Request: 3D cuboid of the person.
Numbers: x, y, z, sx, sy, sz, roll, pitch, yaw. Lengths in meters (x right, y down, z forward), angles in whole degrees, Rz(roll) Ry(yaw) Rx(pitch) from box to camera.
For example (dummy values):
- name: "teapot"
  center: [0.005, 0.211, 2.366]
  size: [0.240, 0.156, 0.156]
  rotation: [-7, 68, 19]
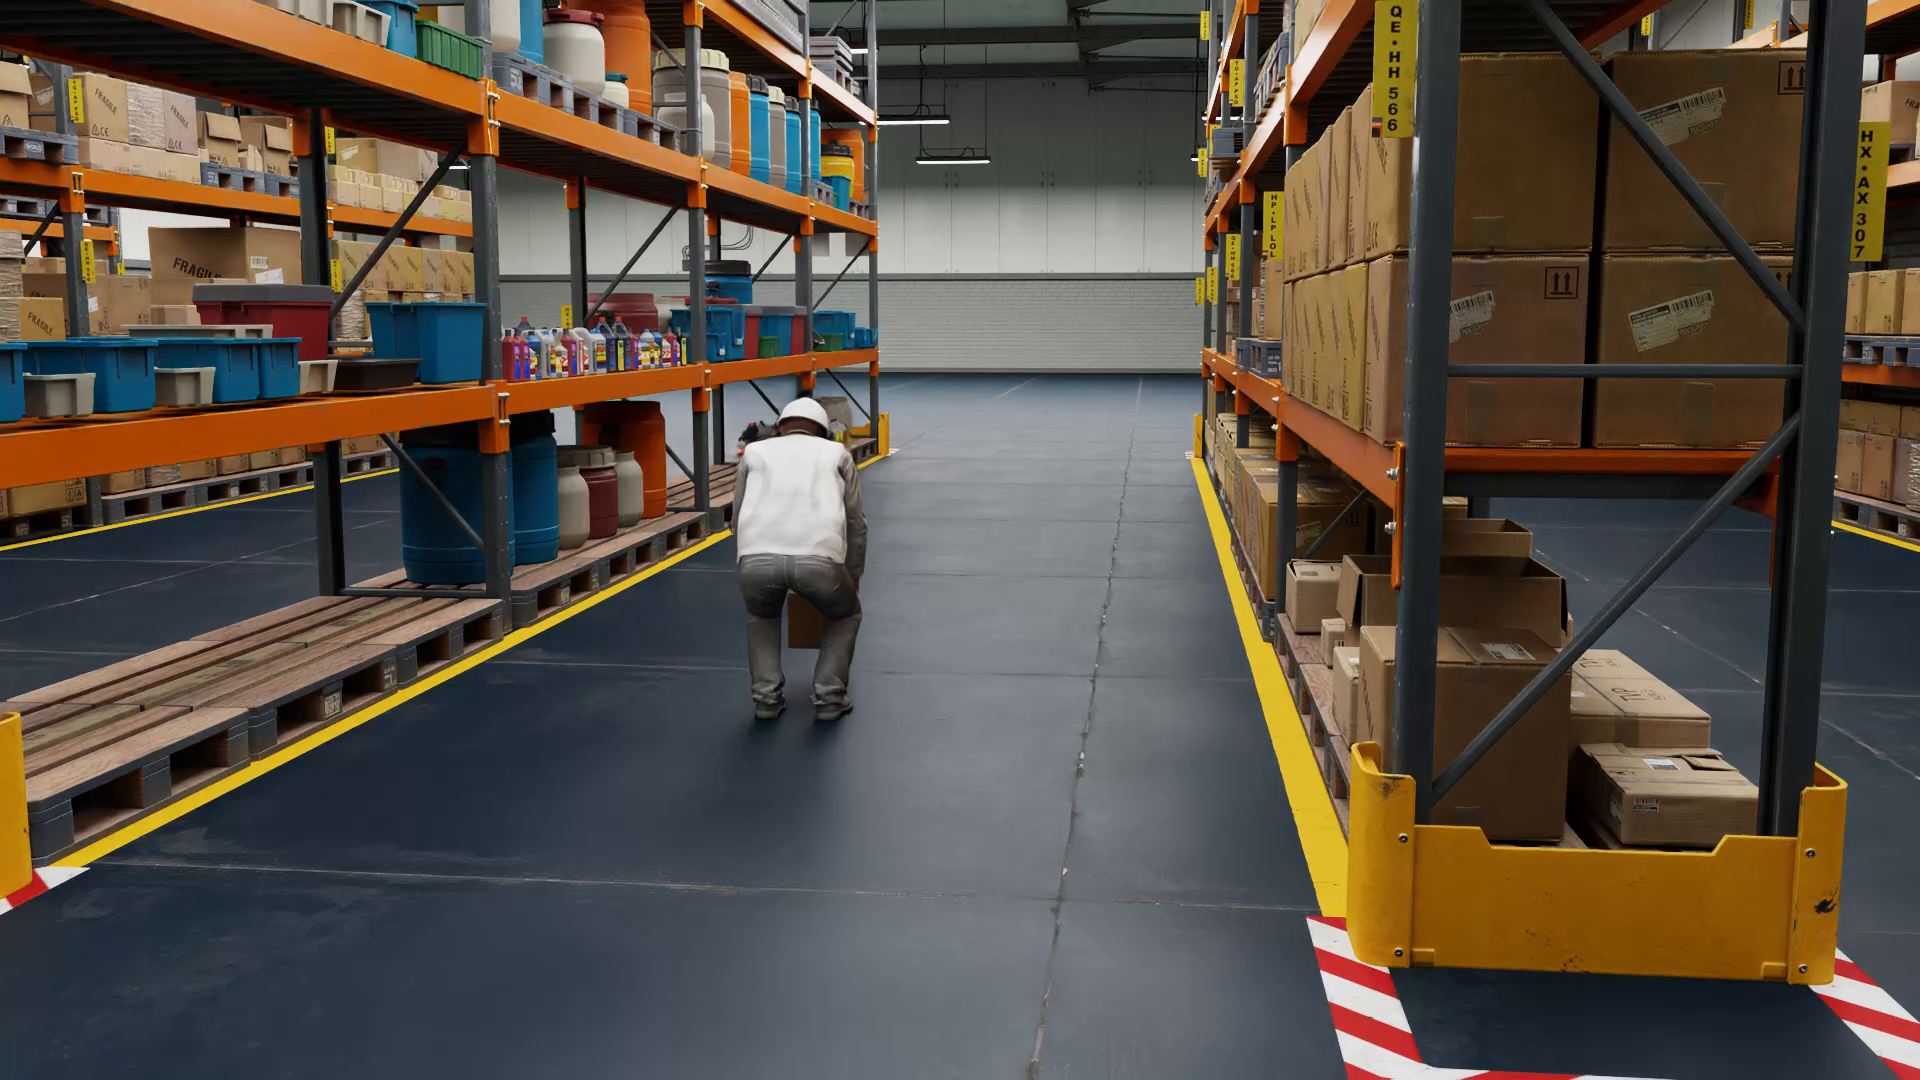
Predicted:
- name: "person"
  center: [-0.699, 0.069, 6.975]
  size: [0.586, 1.304, 0.820]
  rotation: [1, 8, 7]
